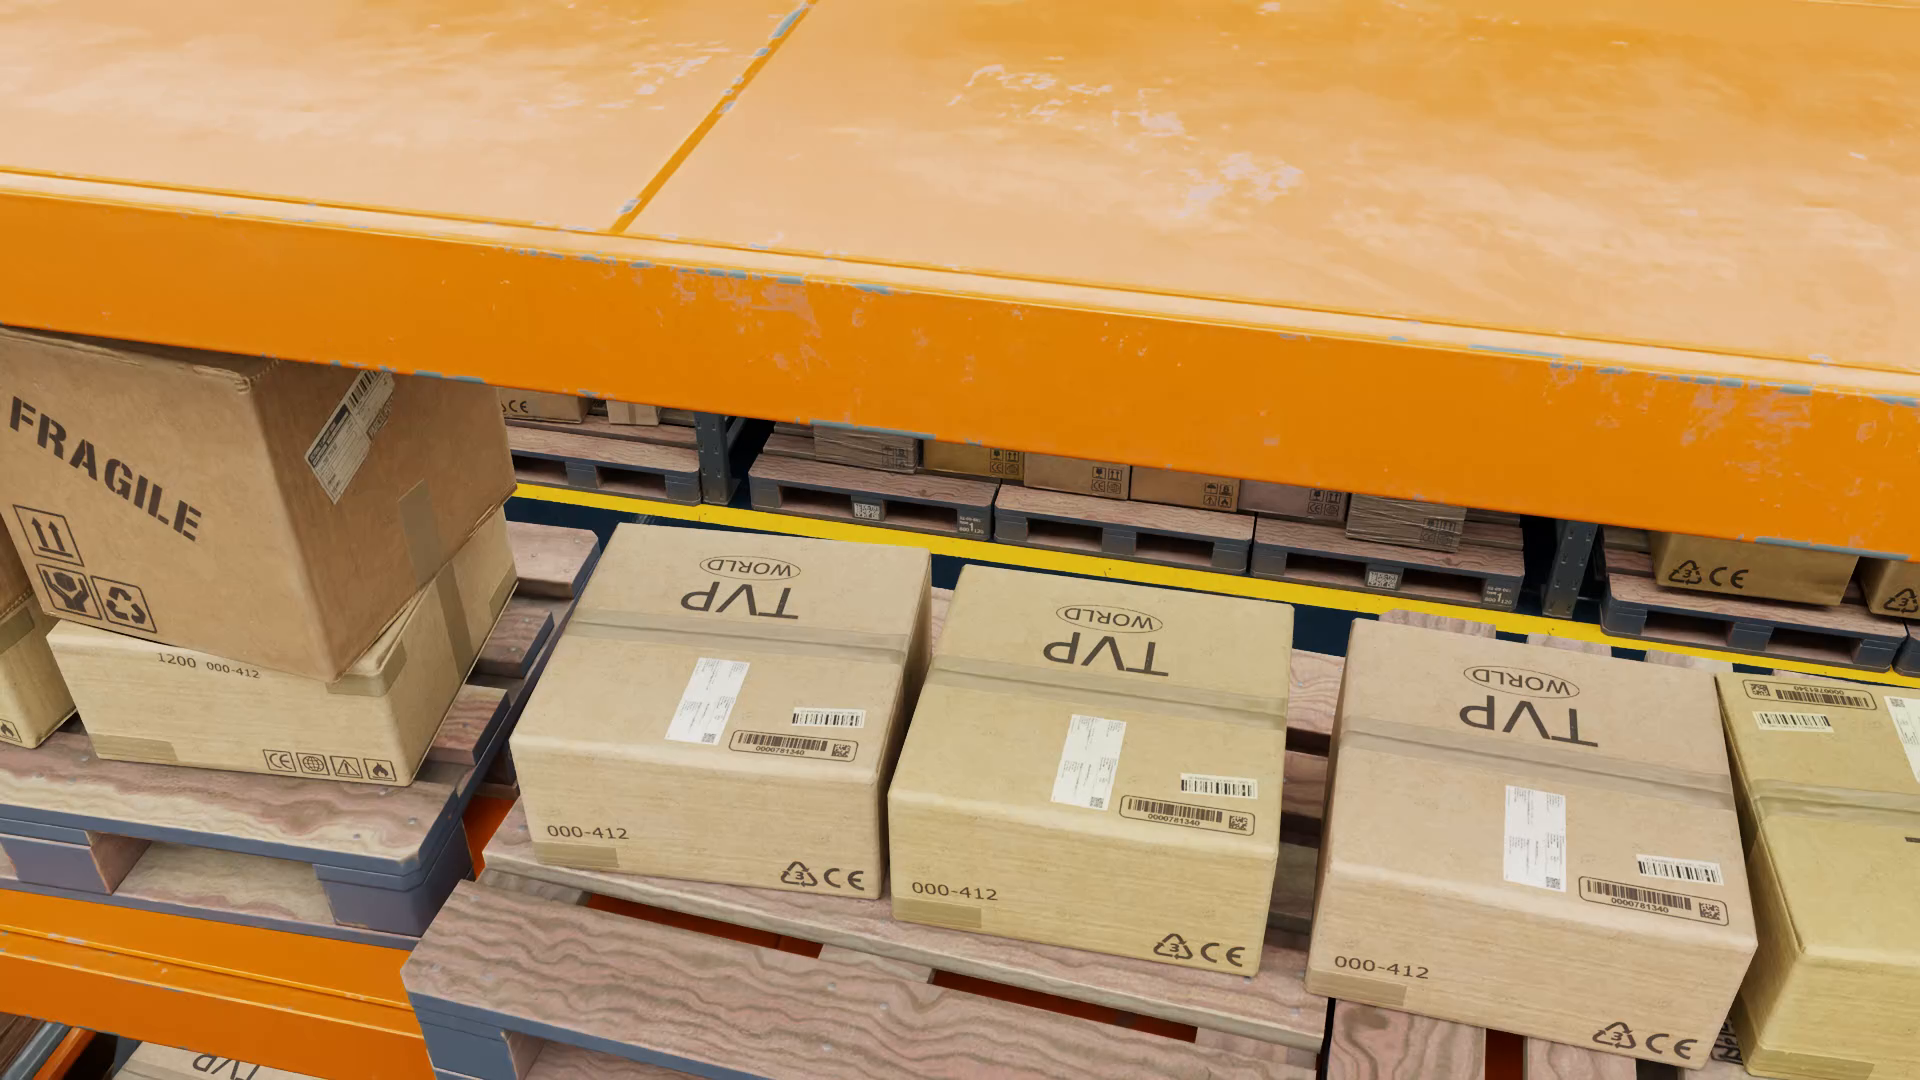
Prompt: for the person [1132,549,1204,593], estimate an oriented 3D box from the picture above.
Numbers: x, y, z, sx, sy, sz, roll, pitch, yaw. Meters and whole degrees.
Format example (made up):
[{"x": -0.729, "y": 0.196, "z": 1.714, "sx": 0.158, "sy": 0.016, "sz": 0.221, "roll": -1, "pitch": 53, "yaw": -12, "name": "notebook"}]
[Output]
[{"x": 0.687, "y": 0.690, "z": 5.739, "sx": 0.384, "sy": 1.602, "sz": 0.444, "roll": 7, "pitch": 38, "yaw": 9, "name": "person"}]
